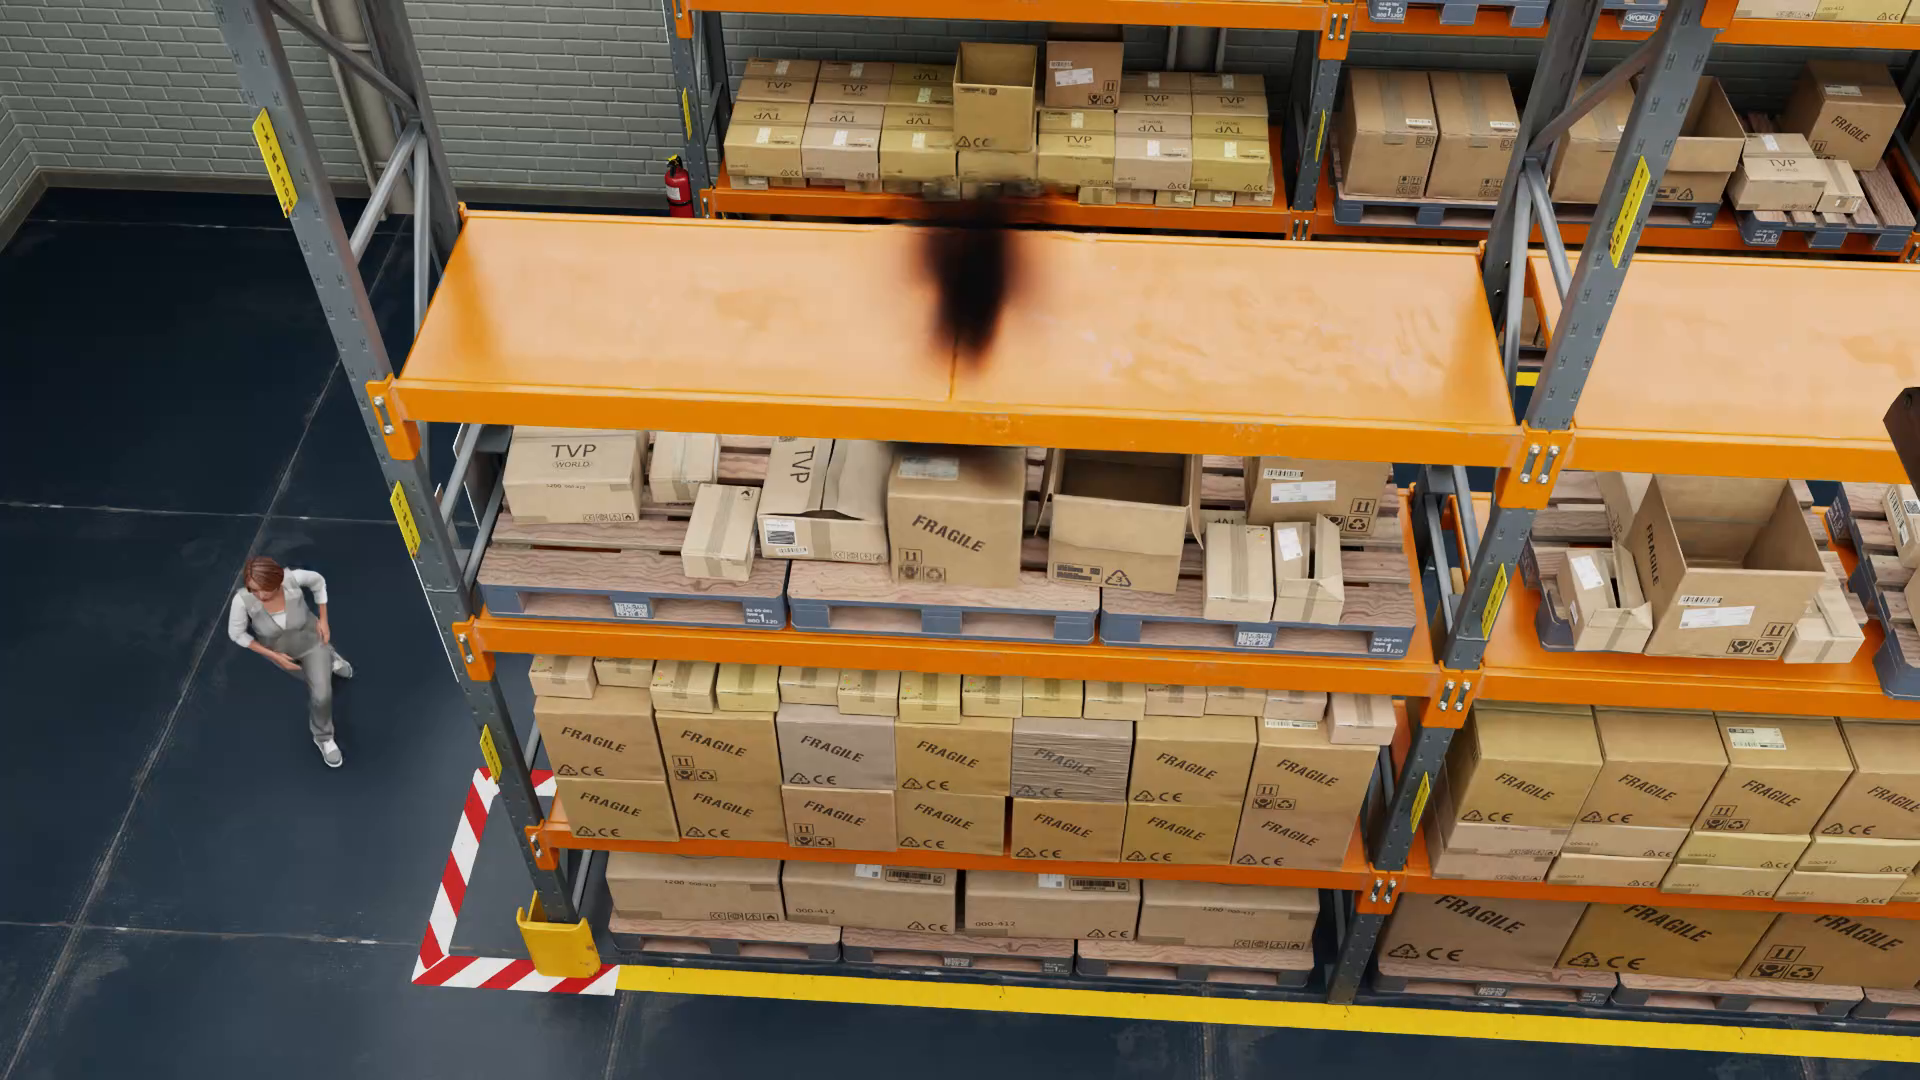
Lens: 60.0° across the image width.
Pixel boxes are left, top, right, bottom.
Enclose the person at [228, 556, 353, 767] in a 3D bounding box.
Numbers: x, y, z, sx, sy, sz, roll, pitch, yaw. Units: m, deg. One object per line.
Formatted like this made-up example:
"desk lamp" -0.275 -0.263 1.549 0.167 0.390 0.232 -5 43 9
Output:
"person" -3.694 0.523 9.206 0.529 1.561 0.755 -15 50 -13
